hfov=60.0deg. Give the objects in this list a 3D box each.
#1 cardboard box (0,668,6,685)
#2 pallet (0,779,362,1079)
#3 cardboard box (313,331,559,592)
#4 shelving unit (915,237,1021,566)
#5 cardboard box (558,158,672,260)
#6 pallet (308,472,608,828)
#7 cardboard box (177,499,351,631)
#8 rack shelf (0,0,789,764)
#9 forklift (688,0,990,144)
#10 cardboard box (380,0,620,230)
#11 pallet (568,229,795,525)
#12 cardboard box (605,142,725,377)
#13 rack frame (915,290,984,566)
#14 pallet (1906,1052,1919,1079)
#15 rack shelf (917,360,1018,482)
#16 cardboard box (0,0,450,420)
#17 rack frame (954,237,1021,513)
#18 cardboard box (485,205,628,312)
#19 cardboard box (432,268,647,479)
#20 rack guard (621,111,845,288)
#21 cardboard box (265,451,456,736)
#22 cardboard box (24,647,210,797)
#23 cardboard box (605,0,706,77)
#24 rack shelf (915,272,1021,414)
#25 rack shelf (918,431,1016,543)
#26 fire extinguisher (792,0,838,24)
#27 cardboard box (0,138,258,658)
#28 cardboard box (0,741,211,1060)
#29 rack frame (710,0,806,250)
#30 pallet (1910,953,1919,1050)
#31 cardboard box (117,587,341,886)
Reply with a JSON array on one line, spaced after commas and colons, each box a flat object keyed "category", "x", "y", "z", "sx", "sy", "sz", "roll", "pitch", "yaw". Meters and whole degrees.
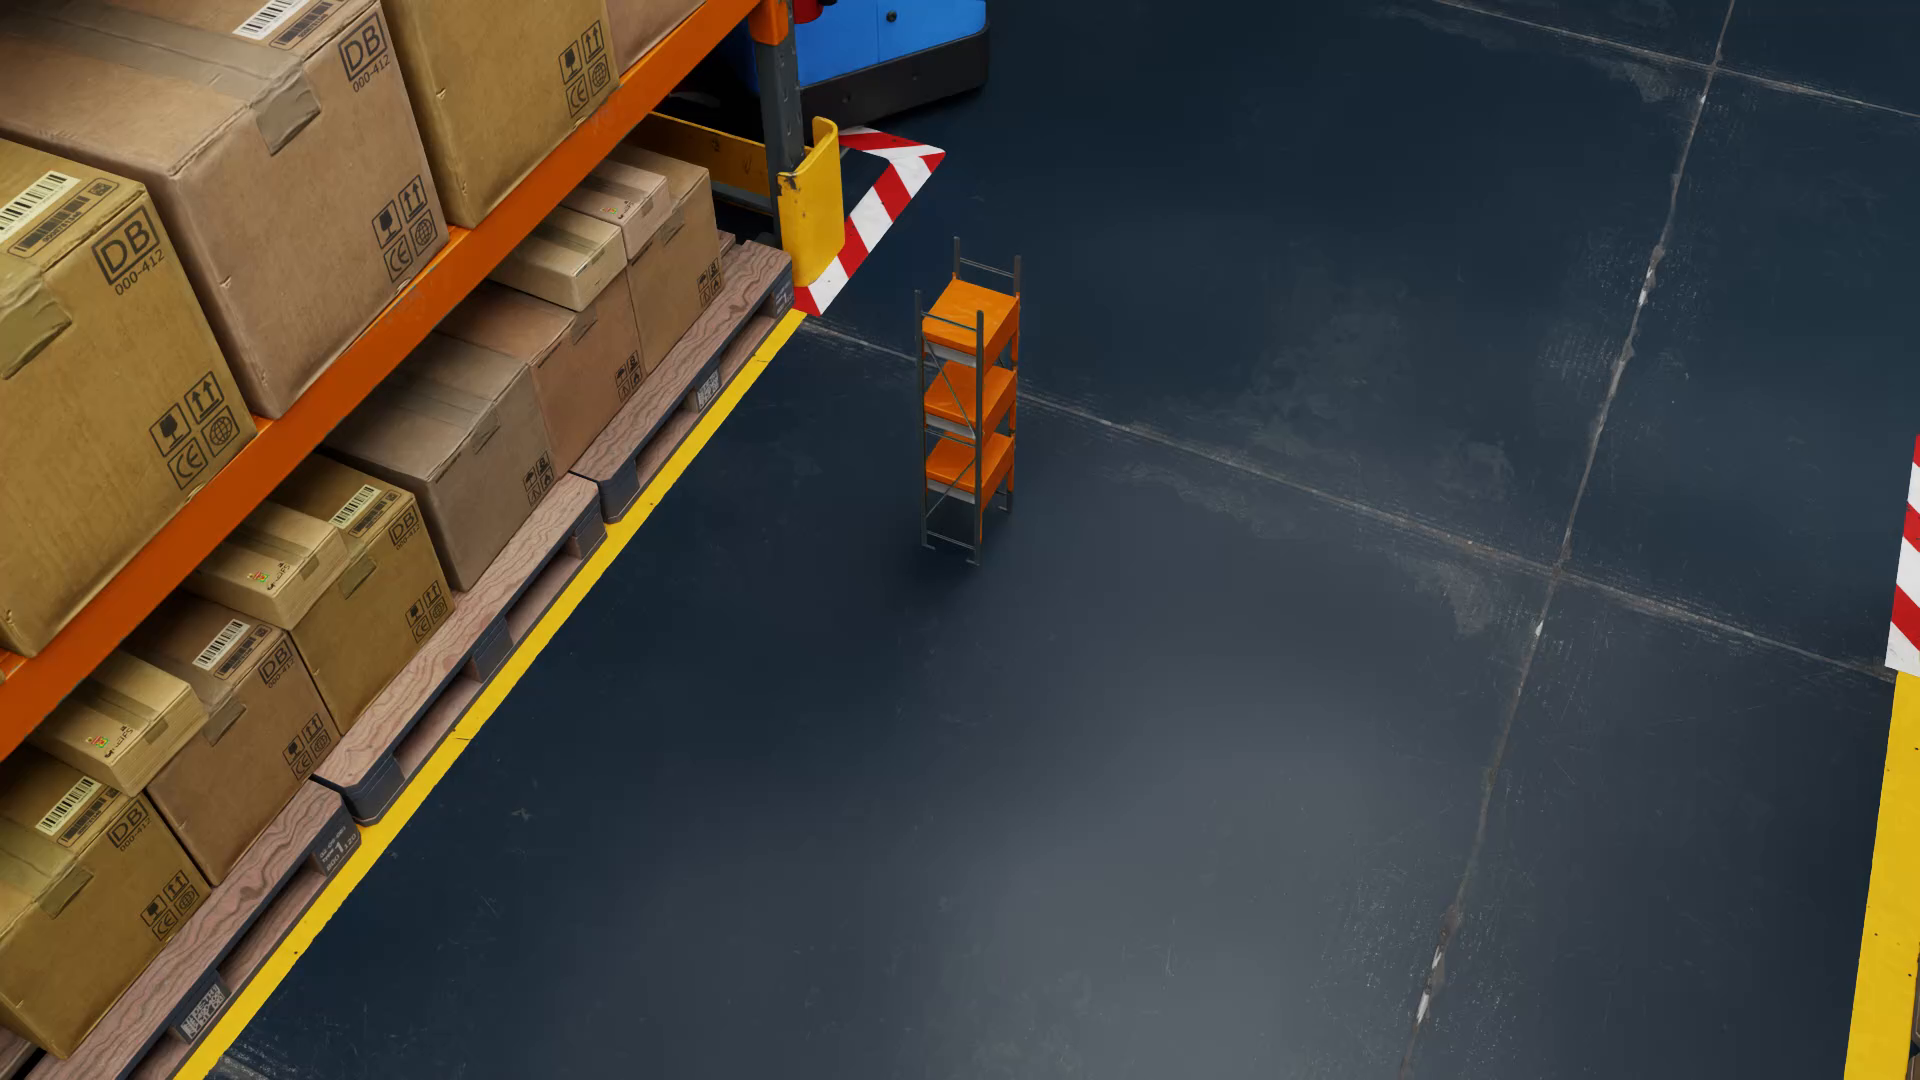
[{"category": "cardboard box", "x": -2.480, "y": 0.126, "z": 2.976, "sx": 0.980, "sy": 0.700, "sz": 0.700, "roll": 21, "pitch": 53, "yaw": 17}, {"category": "pallet", "x": -2.331, "y": 0.997, "z": 4.263, "sx": 1.003, "sy": 0.211, "sz": 1.213, "roll": 20, "pitch": 52, "yaw": 16}, {"category": "cardboard box", "x": -1.654, "y": -0.283, "z": 4.887, "sx": 0.700, "sy": 0.500, "sz": 0.500, "roll": 18, "pitch": 52, "yaw": 15}, {"category": "shelving unit", "x": 0.023, "y": -0.377, "z": 4.882, "sx": 0.215, "sy": 1.050, "sz": 0.252, "roll": 20, "pitch": 52, "yaw": 16}, {"category": "cardboard box", "x": -1.117, "y": -1.037, "z": 5.102, "sx": 0.380, "sy": 0.149, "sz": 0.250, "roll": 19, "pitch": 52, "yaw": 16}, {"category": "pallet", "x": -1.811, "y": 0.154, "z": 4.980, "sx": 1.003, "sy": 0.211, "sz": 1.213, "roll": 20, "pitch": 52, "yaw": 16}, {"category": "cardboard box", "x": -1.780, "y": 0.038, "z": 4.188, "sx": 0.380, "sy": 0.149, "sz": 0.250, "roll": 18, "pitch": 52, "yaw": 15}, {"category": "rack shelf", "x": -1.872, "y": -0.553, "z": 4.223, "sx": 1.077, "sy": 0.370, "sz": 4.000, "roll": 20, "pitch": 52, "yaw": 16}, {"category": "forklift", "x": -1.029, "y": -3.588, "z": 6.379, "sx": 1.130, "sy": 2.935, "sz": 3.031, "roll": -23, "pitch": 53, "yaw": -18}, {"category": "cardboard box", "x": -1.527, "y": -1.401, "z": 4.276, "sx": 0.980, "sy": 0.700, "sz": 0.700, "roll": 19, "pitch": 52, "yaw": 16}, {"category": "pallet", "x": -1.289, "y": -0.683, "z": 5.693, "sx": 1.003, "sy": 0.211, "sz": 1.213, "roll": 20, "pitch": 52, "yaw": 16}, {"category": "cardboard box", "x": -1.226, "y": -0.974, "z": 5.475, "sx": 0.700, "sy": 0.500, "sz": 0.500, "roll": 20, "pitch": 52, "yaw": 16}, {"category": "rack frame", "x": -0.029, "y": -0.293, "z": 4.810, "sx": 0.200, "sy": 1.050, "sz": 0.008, "roll": 20, "pitch": 52, "yaw": 16}, {"category": "pallet", "x": 2.568, "y": 1.789, "z": 3.590, "sx": 1.003, "sy": 0.211, "sz": 1.213, "roll": 20, "pitch": 52, "yaw": 16}, {"category": "rack shelf", "x": 0.023, "y": -0.370, "z": 4.890, "sx": 0.215, "sy": 0.259, "sz": 0.240, "roll": 20, "pitch": 52, "yaw": 16}, {"category": "cardboard box", "x": -1.861, "y": -0.879, "z": 3.831, "sx": 0.980, "sy": 0.700, "sz": 0.700, "roll": 18, "pitch": 52, "yaw": 14}, {"category": "rack frame", "x": 0.075, "y": -0.461, "z": 4.953, "sx": 0.200, "sy": 1.050, "sz": 0.008, "roll": 20, "pitch": 52, "yaw": 16}, {"category": "cardboard box", "x": -1.225, "y": -0.861, "z": 4.952, "sx": 0.380, "sy": 0.149, "sz": 0.250, "roll": 21, "pitch": 53, "yaw": 17}, {"category": "cardboard box", "x": -1.440, "y": -0.630, "z": 5.182, "sx": 0.700, "sy": 0.500, "sz": 0.500, "roll": 20, "pitch": 52, "yaw": 16}, {"category": "rack guard", "x": -1.008, "y": -1.369, "z": 6.087, "sx": 1.175, "sy": 0.500, "sz": 0.348, "roll": 20, "pitch": 52, "yaw": 16}, {"category": "cardboard box", "x": -1.876, "y": 0.086, "z": 4.573, "sx": 0.700, "sy": 0.500, "sz": 0.500, "roll": 21, "pitch": 53, "yaw": 17}, {"category": "cardboard box", "x": -2.003, "y": 0.397, "z": 3.882, "sx": 0.380, "sy": 0.149, "sz": 0.250, "roll": 21, "pitch": 53, "yaw": 17}, {"category": "cardboard box", "x": -1.227, "y": -1.906, "z": 4.705, "sx": 0.980, "sy": 0.700, "sz": 0.700, "roll": 22, "pitch": 53, "yaw": 18}, {"category": "rack shelf", "x": 0.023, "y": -0.554, "z": 4.673, "sx": 0.215, "sy": 0.259, "sz": 0.240, "roll": 20, "pitch": 52, "yaw": 16}, {"category": "rack shelf", "x": 0.023, "y": -0.190, "z": 5.101, "sx": 0.215, "sy": 0.259, "sz": 0.240, "roll": 20, "pitch": 52, "yaw": 16}, {"category": "fire extinguisher", "x": -0.536, "y": -1.971, "z": 5.253, "sx": 0.296, "sy": 0.674, "sz": 0.183, "roll": 20, "pitch": 52, "yaw": 16}, {"category": "cardboard box", "x": -2.163, "y": -0.375, "z": 3.402, "sx": 0.980, "sy": 0.700, "sz": 0.700, "roll": 19, "pitch": 52, "yaw": 15}, {"category": "cardboard box", "x": -2.314, "y": 0.784, "z": 3.979, "sx": 0.700, "sy": 0.500, "sz": 0.500, "roll": 20, "pitch": 53, "yaw": 17}, {"category": "rack frame", "x": -1.018, "y": -2.163, "z": 5.121, "sx": 1.000, "sy": 3.000, "sz": 0.127, "roll": 20, "pitch": 52, "yaw": 16}, {"category": "pallet", "x": 3.090, "y": 0.952, "z": 4.302, "sx": 1.003, "sy": 0.211, "sz": 1.213, "roll": 20, "pitch": 52, "yaw": 16}, {"category": "cardboard box", "x": -2.097, "y": 0.439, "z": 4.272, "sx": 0.700, "sy": 0.500, "sz": 0.500, "roll": 19, "pitch": 52, "yaw": 16}]
